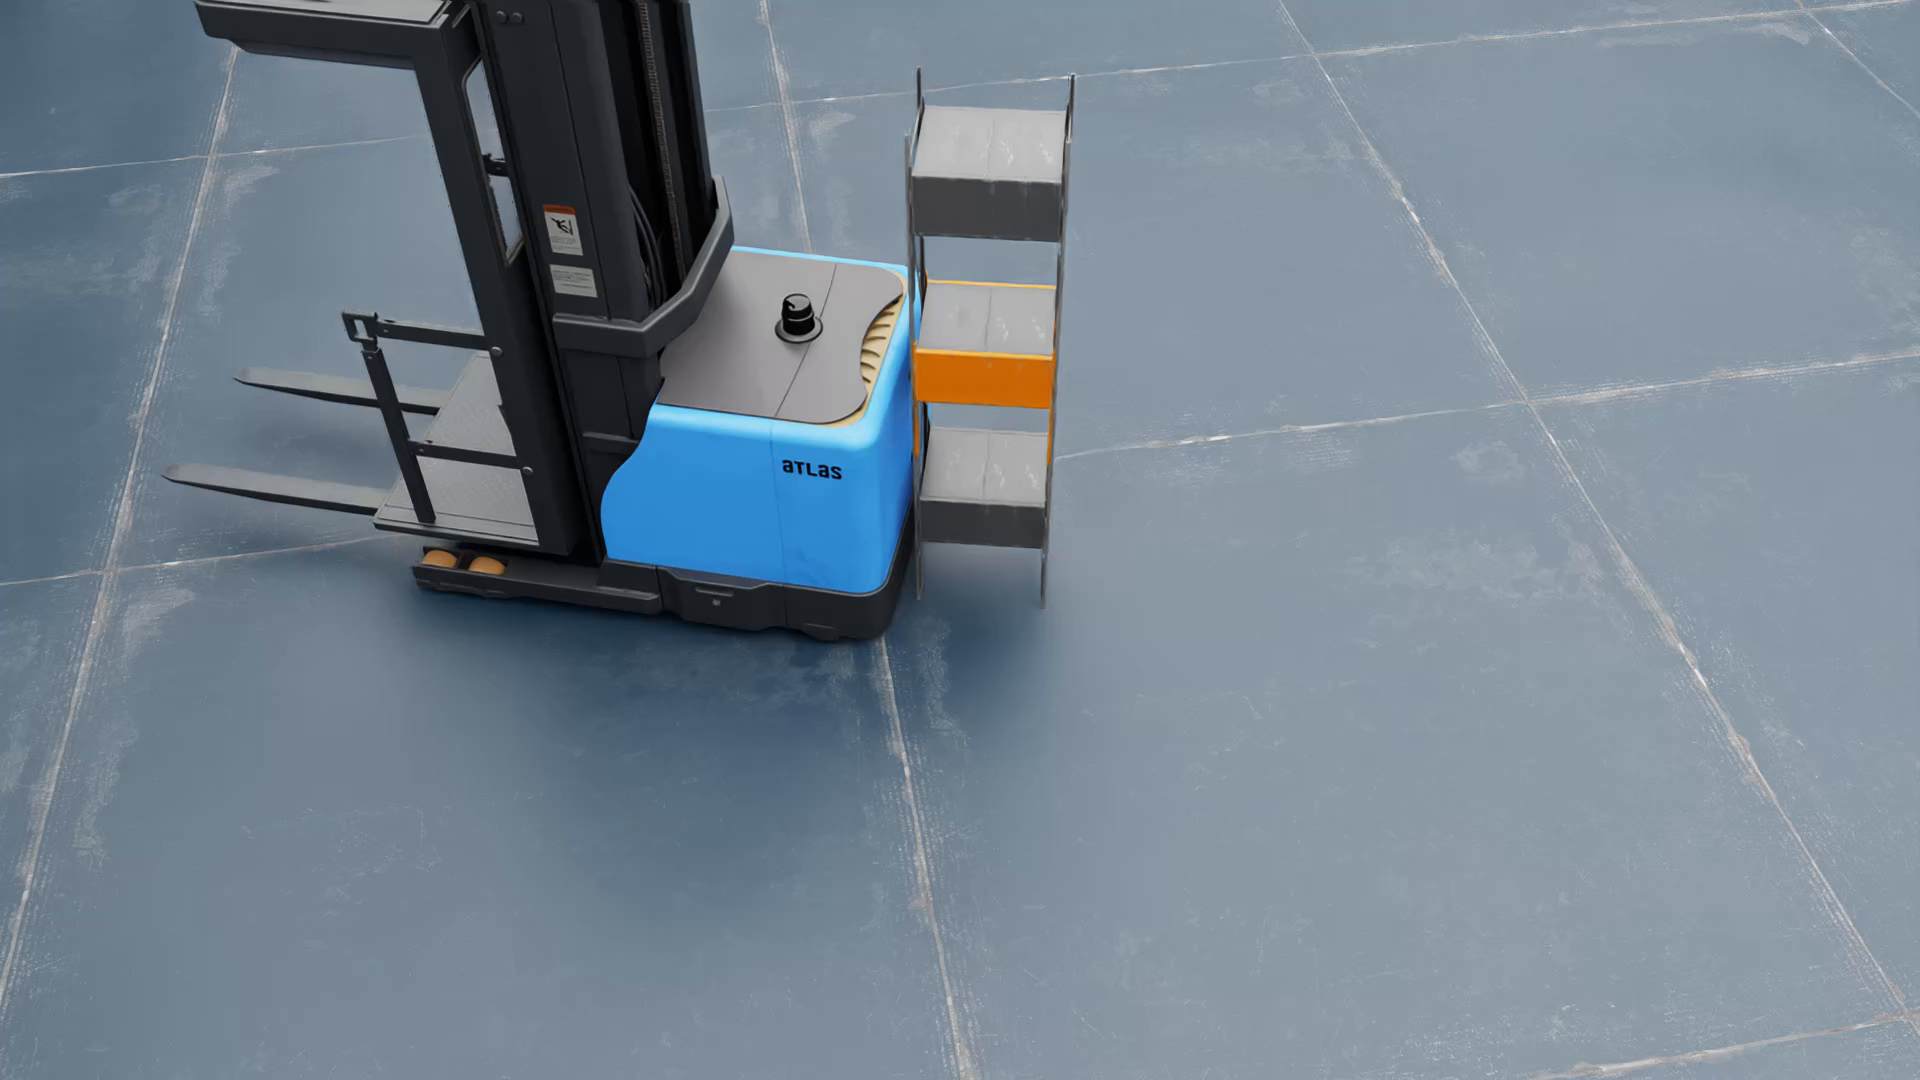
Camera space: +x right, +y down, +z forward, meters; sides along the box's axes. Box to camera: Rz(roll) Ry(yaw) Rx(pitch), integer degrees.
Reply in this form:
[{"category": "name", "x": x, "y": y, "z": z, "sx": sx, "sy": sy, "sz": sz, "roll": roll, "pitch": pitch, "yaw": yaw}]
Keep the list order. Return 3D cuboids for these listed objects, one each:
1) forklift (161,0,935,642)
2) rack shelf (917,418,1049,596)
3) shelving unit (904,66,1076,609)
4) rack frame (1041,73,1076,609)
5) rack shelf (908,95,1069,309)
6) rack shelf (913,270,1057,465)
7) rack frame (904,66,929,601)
[{"category": "forklift", "x": -1.671, "y": -1.156, "z": 5.828, "sx": 3.031, "sy": 2.935, "sz": 1.130, "roll": 8, "pitch": 47, "yaw": 7}, {"category": "rack shelf", "x": 0.098, "y": -0.124, "z": 6.403, "sx": 0.480, "sy": 0.518, "sz": 0.431, "roll": 3, "pitch": 46, "yaw": 3}, {"category": "shelving unit", "x": 0.098, "y": -0.619, "z": 5.889, "sx": 0.503, "sy": 2.100, "sz": 0.431, "roll": 3, "pitch": 46, "yaw": 3}, {"category": "rack frame", "x": 0.341, "y": -0.605, "z": 5.874, "sx": 0.015, "sy": 2.100, "sz": 0.400, "roll": 3, "pitch": 46, "yaw": 3}, {"category": "rack shelf", "x": 0.098, "y": -1.095, "z": 5.394, "sx": 0.480, "sy": 0.518, "sz": 0.431, "roll": 3, "pitch": 46, "yaw": 3}, {"category": "rack shelf", "x": 0.098, "y": -0.610, "z": 5.898, "sx": 0.480, "sy": 0.518, "sz": 0.431, "roll": 3, "pitch": 46, "yaw": 3}, {"category": "rack frame", "x": -0.145, "y": -0.634, "z": 5.903, "sx": 0.015, "sy": 2.100, "sz": 0.400, "roll": 3, "pitch": 46, "yaw": 3}]
